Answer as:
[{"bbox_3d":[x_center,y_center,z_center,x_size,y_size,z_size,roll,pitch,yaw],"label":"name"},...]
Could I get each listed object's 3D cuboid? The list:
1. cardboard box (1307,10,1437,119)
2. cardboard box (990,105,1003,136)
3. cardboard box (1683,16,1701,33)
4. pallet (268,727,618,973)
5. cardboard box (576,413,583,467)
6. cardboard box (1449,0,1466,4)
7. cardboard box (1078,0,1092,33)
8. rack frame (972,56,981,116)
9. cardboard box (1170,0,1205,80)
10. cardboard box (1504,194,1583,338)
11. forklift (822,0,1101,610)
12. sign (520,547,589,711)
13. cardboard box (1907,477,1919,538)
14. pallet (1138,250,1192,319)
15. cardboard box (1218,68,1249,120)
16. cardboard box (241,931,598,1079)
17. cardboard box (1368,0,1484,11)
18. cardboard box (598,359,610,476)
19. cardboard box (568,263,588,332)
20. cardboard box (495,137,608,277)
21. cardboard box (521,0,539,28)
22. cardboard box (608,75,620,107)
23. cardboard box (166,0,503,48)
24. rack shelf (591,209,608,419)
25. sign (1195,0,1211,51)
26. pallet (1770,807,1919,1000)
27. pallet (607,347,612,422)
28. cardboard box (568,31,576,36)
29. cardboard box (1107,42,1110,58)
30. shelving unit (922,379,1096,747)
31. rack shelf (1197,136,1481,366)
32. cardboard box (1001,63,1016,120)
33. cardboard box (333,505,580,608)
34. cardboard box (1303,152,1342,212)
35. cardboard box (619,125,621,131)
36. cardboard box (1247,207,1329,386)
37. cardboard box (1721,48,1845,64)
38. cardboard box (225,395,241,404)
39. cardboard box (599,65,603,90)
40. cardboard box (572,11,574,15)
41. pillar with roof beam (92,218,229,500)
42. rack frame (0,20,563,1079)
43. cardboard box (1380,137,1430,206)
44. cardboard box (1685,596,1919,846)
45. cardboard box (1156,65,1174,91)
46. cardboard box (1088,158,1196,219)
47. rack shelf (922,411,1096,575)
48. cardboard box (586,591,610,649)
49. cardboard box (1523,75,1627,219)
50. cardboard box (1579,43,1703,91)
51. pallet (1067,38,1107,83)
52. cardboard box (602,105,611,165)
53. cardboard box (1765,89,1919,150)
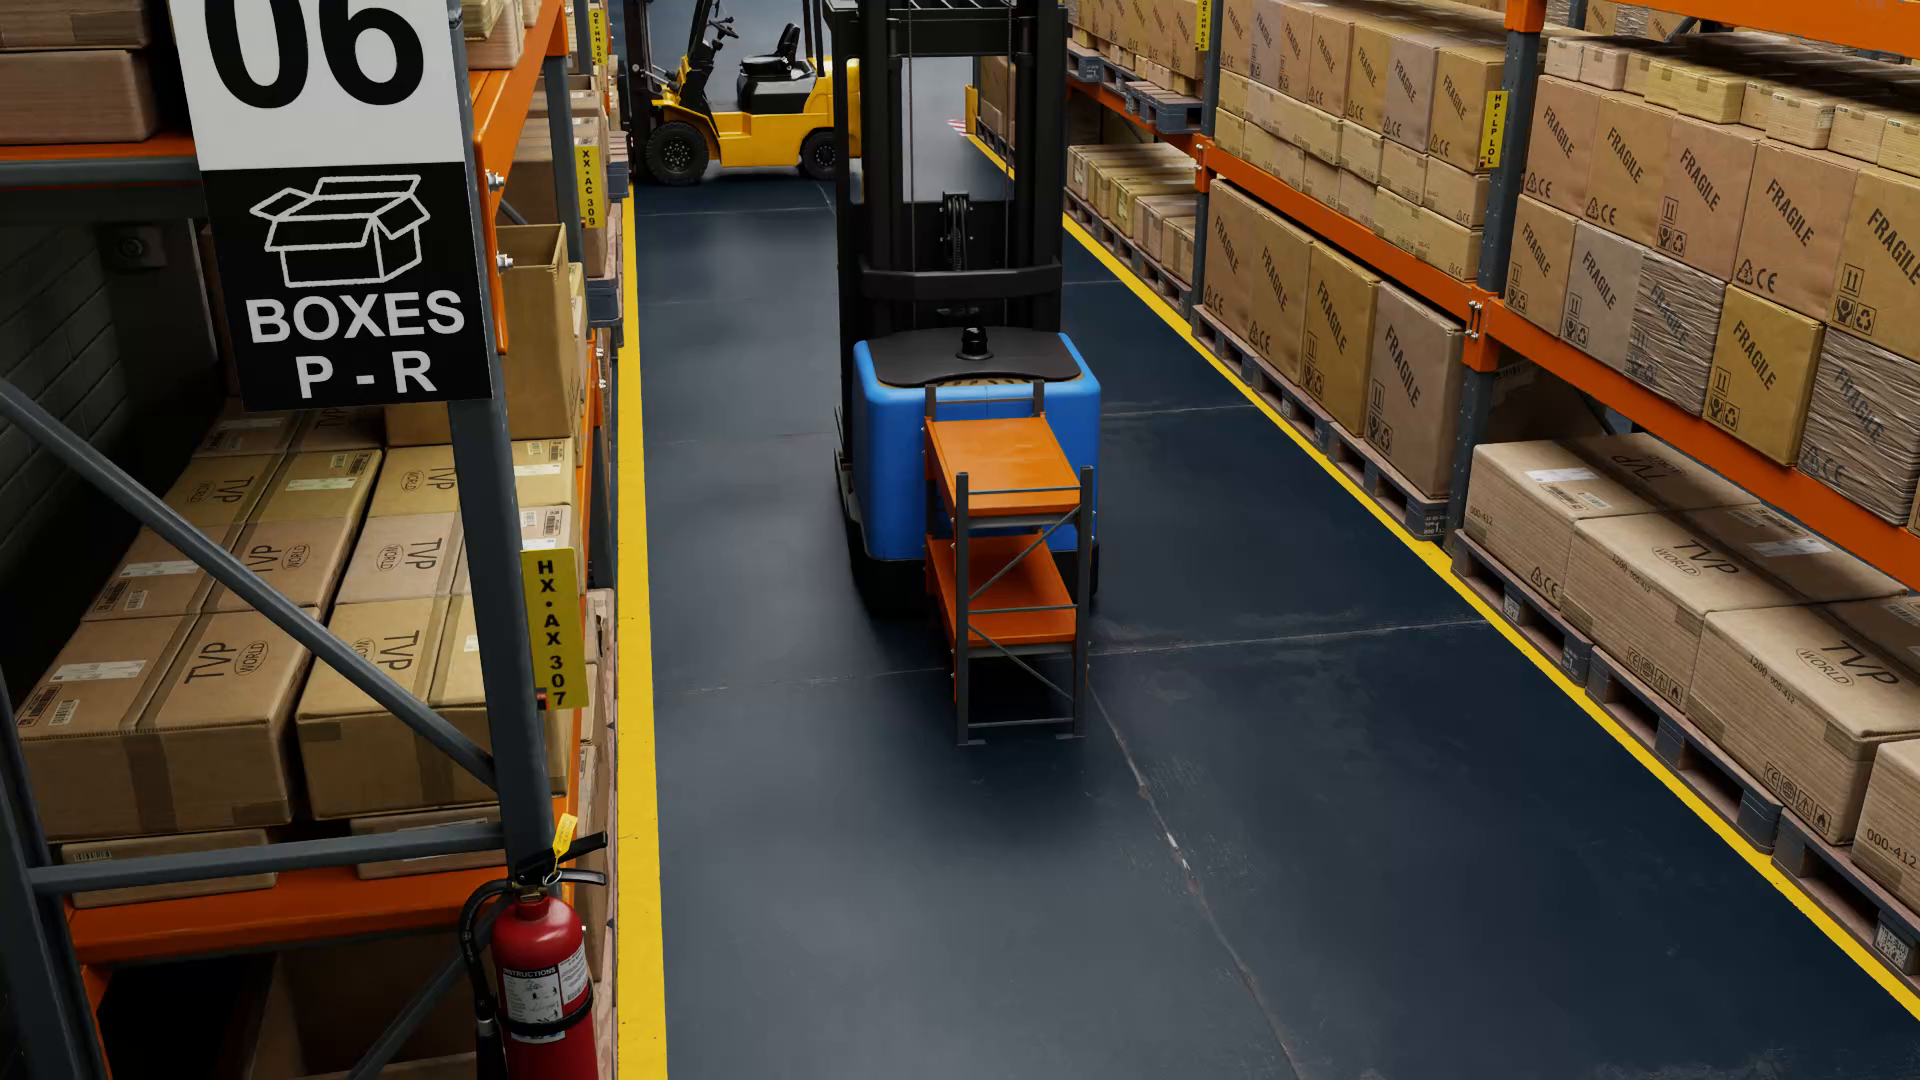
[{"bbox_3d":[2.245,-2.607,9.097,0.500,0.500,0.500,-4,24,-9],"label":"cardboard box"},{"bbox_3d":[0.607,-4.453,17.608,0.500,0.250,0.500,-3,24,-8],"label":"cardboard box"},{"bbox_3d":[6.339,-4.116,13.802,0.500,0.500,0.500,-4,24,-9],"label":"cardboard box"},{"bbox_3d":[-1.661,1.059,5.563,1.003,0.211,1.213,-4,24,-10],"label":"pallet"},{"bbox_3d":[-1.471,-0.344,5.604,0.380,0.149,0.250,-5,24,-11],"label":"cardboard box"},{"bbox_3d":[5.705,-5.947,17.932,0.875,0.550,0.550,-4,24,-10],"label":"cardboard box"},{"bbox_3d":[1.280,-4.458,13.688,0.500,0.500,0.500,-4,24,-10],"label":"cardboard box"},{"bbox_3d":[0.643,-6.059,18.376,1.000,3.000,0.127,-4,24,-10],"label":"rack frame"},{"bbox_3d":[1.765,-3.446,11.370,0.500,0.500,0.500,-5,24,-11],"label":"cardboard box"},{"bbox_3d":[2.691,-1.181,7.082,0.500,0.500,0.500,-4,24,-8],"label":"cardboard box"},{"bbox_3d":[-0.082,-1.591,8.230,1.130,2.935,3.031,-3,24,-7],"label":"forklift"},{"bbox_3d":[-0.743,0.166,3.041,0.100,0.325,0.005,-4,24,-10],"label":"sign"},{"bbox_3d":[3.174,-0.181,4.791,0.500,0.500,0.500,-5,24,-11],"label":"cardboard box"},{"bbox_3d":[1.979,-1.942,12.434,1.003,0.211,1.213,-4,24,-10],"label":"pallet"},{"bbox_3d":[1.973,-2.856,10.603,0.500,0.250,0.500,-4,24,-10],"label":"cardboard box"},{"bbox_3d":[-1.296,1.307,4.105,0.797,0.503,0.637,-5,24,-12],"label":"cardboard box"},{"bbox_3d":[2.663,-2.836,9.621,0.500,0.500,0.500,-4,24,-10],"label":"cardboard box"},{"bbox_3d":[-2.080,-0.630,8.543,0.500,0.500,0.500,-5,24,-11],"label":"cardboard box"},{"bbox_3d":[-1.682,-0.856,6.278,0.500,0.250,0.500,-4,24,-8],"label":"cardboard box"},{"bbox_3d":[-1.885,-1.416,7.094,0.700,0.500,0.500,-4,24,-8],"label":"cardboard box"},{"bbox_3d":[-1.295,-1.409,4.296,0.380,0.149,0.250,-4,24,-10],"label":"cardboard box"},{"bbox_3d":[-3.553,-4.325,16.067,0.500,0.250,0.500,-5,24,-11],"label":"cardboard box"},{"bbox_3d":[-1.089,-1.034,2.938,0.500,0.250,0.500,-5,24,-10],"label":"cardboard box"},{"bbox_3d":[-2.386,-1.428,8.670,1.077,0.370,4.000,-4,24,-10],"label":"rack shelf"},{"bbox_3d":[1.590,-3.363,10.855,0.100,0.325,0.005,-4,24,-10],"label":"sign"},{"bbox_3d":[3.377,1.203,5.232,1.003,0.211,1.213,-4,24,-10],"label":"pallet"},{"bbox_3d":[-2.654,-0.970,10.206,1.003,0.211,1.213,-4,24,-10],"label":"pallet"},{"bbox_3d":[-2.709,-3.340,11.215,0.380,0.149,0.250,-4,24,-9],"label":"cardboard box"},{"bbox_3d":[1.389,-3.916,13.258,0.380,0.149,0.250,-4,24,-9],"label":"cardboard box"},{"bbox_3d":[0.170,0.062,6.703,0.538,1.125,1.048,-3,24,-7],"label":"shelving unit"},{"bbox_3d":[2.492,-1.796,9.514,1.077,0.370,4.000,-4,24,-10],"label":"rack shelf"},{"bbox_3d":[0.711,-4.585,16.975,0.500,0.500,0.500,-4,24,-9],"label":"cardboard box"},{"bbox_3d":[-1.189,0.139,4.001,0.500,0.250,0.500,-4,24,-9],"label":"cardboard box"},{"bbox_3d":[2.264,-2.032,9.341,0.500,0.250,0.500,-4,24,-10],"label":"cardboard box"},{"bbox_3d":[-3.458,-3.888,15.691,0.500,0.250,0.500,-5,24,-10],"label":"cardboard box"},{"bbox_3d":[2.329,-1.503,10.072,0.875,0.875,0.875,-4,24,-9],"label":"cardboard box"},{"bbox_3d":[3.210,-1.833,6.514,0.380,0.149,0.250,-4,24,-10],"label":"cardboard box"},{"bbox_3d":[-1.996,-0.424,5.288,0.500,0.250,0.500,-4,24,-9],"label":"cardboard box"},{"bbox_3d":[-2.768,-3.301,11.623,0.500,0.250,0.500,-5,24,-11],"label":"cardboard box"},{"bbox_3d":[-2.948,-3.842,12.364,0.380,0.149,0.250,-4,24,-9],"label":"cardboard box"},{"bbox_3d":[1.458,-3.698,5.473,9.100,9.000,0.400,-4,24,-10],"label":"pillar with roof beam"},{"bbox_3d":[-1.276,0.603,3.122,1.000,3.000,0.127,-4,24,-10],"label":"rack frame"},{"bbox_3d":[2.442,-1.851,8.304,0.500,0.250,0.500,-4,24,-8],"label":"cardboard box"},{"bbox_3d":[3.204,0.604,5.796,0.875,0.438,0.875,-4,24,-8],"label":"cardboard box"},{"bbox_3d":[1.619,-3.297,11.841,0.380,0.149,0.250,-5,24,-10],"label":"cardboard box"},{"bbox_3d":[1.618,-2.986,14.097,0.950,0.372,0.625,-3,24,-6],"label":"cardboard box"},{"bbox_3d":[0.170,-0.207,6.586,0.538,0.278,1.000,-3,24,-7],"label":"rack shelf"},{"bbox_3d":[-1.624,0.341,6.759,0.380,0.149,0.250,-5,24,-11],"label":"cardboard box"},{"bbox_3d":[2.712,-1.638,6.879,0.500,0.500,0.500,-4,24,-9],"label":"cardboard box"},{"bbox_3d":[2.728,-1.898,6.663,0.380,0.149,0.250,-4,24,-9],"label":"cardboard box"},{"bbox_3d":[1.381,-4.087,14.099,1.003,0.211,1.213,-4,24,-10],"label":"pallet"},{"bbox_3d":[-2.242,-2.277,9.378,0.500,0.250,0.500,-5,24,-12],"label":"cardboard box"},{"bbox_3d":[2.928,-1.397,5.516,0.380,0.149,0.250,-4,24,-10],"label":"cardboard box"}]
